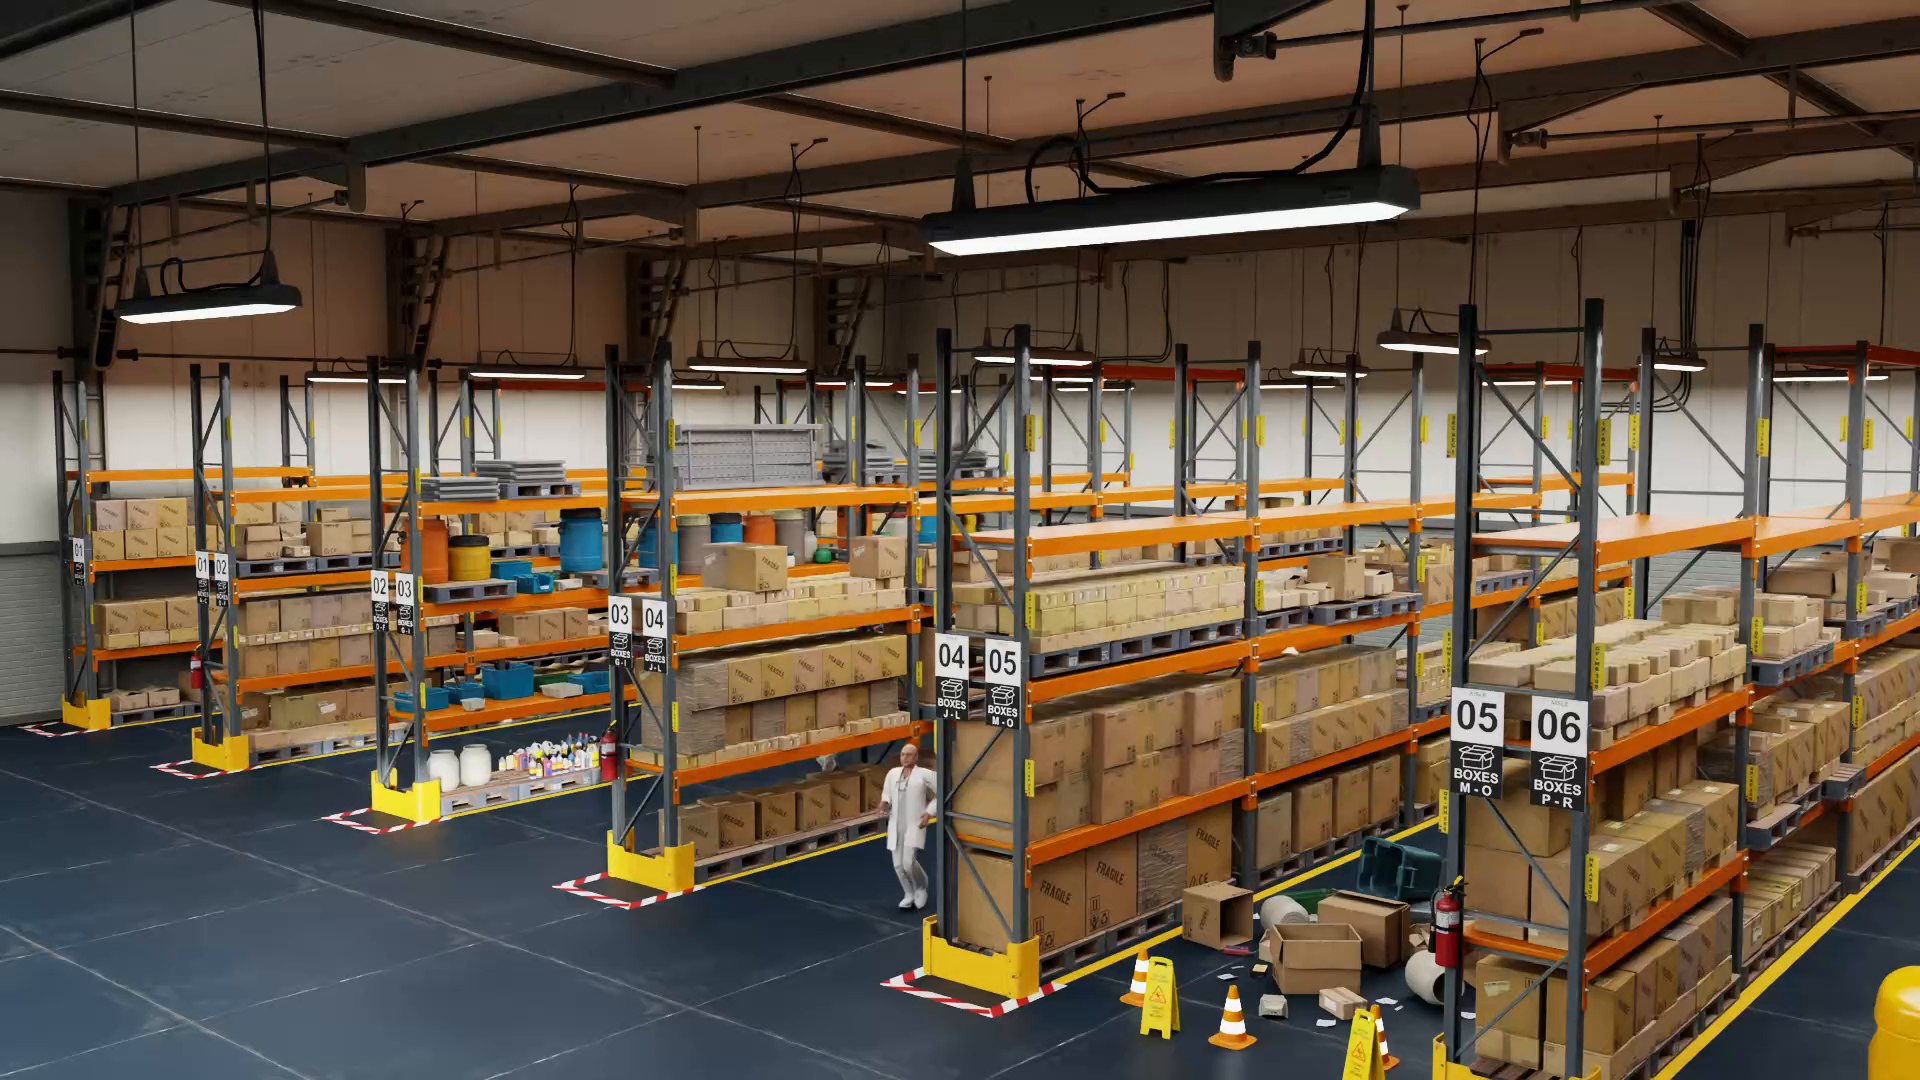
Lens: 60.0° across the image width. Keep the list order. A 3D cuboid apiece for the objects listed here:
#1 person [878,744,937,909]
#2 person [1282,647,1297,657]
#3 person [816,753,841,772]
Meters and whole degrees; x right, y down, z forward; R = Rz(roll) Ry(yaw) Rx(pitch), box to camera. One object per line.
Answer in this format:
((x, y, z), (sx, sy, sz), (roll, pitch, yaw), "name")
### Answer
((-0.568, 3.026, 17.459), (0.697, 1.741, 0.639), (2, 5, 26), "person")
((4.972, 2.476, 25.162), (0.635, 1.727, 0.564), (3, 5, 38), "person")
((-1.793, 2.625, 22.856), (0.680, 1.773, 0.794), (3, 5, 32), "person")
